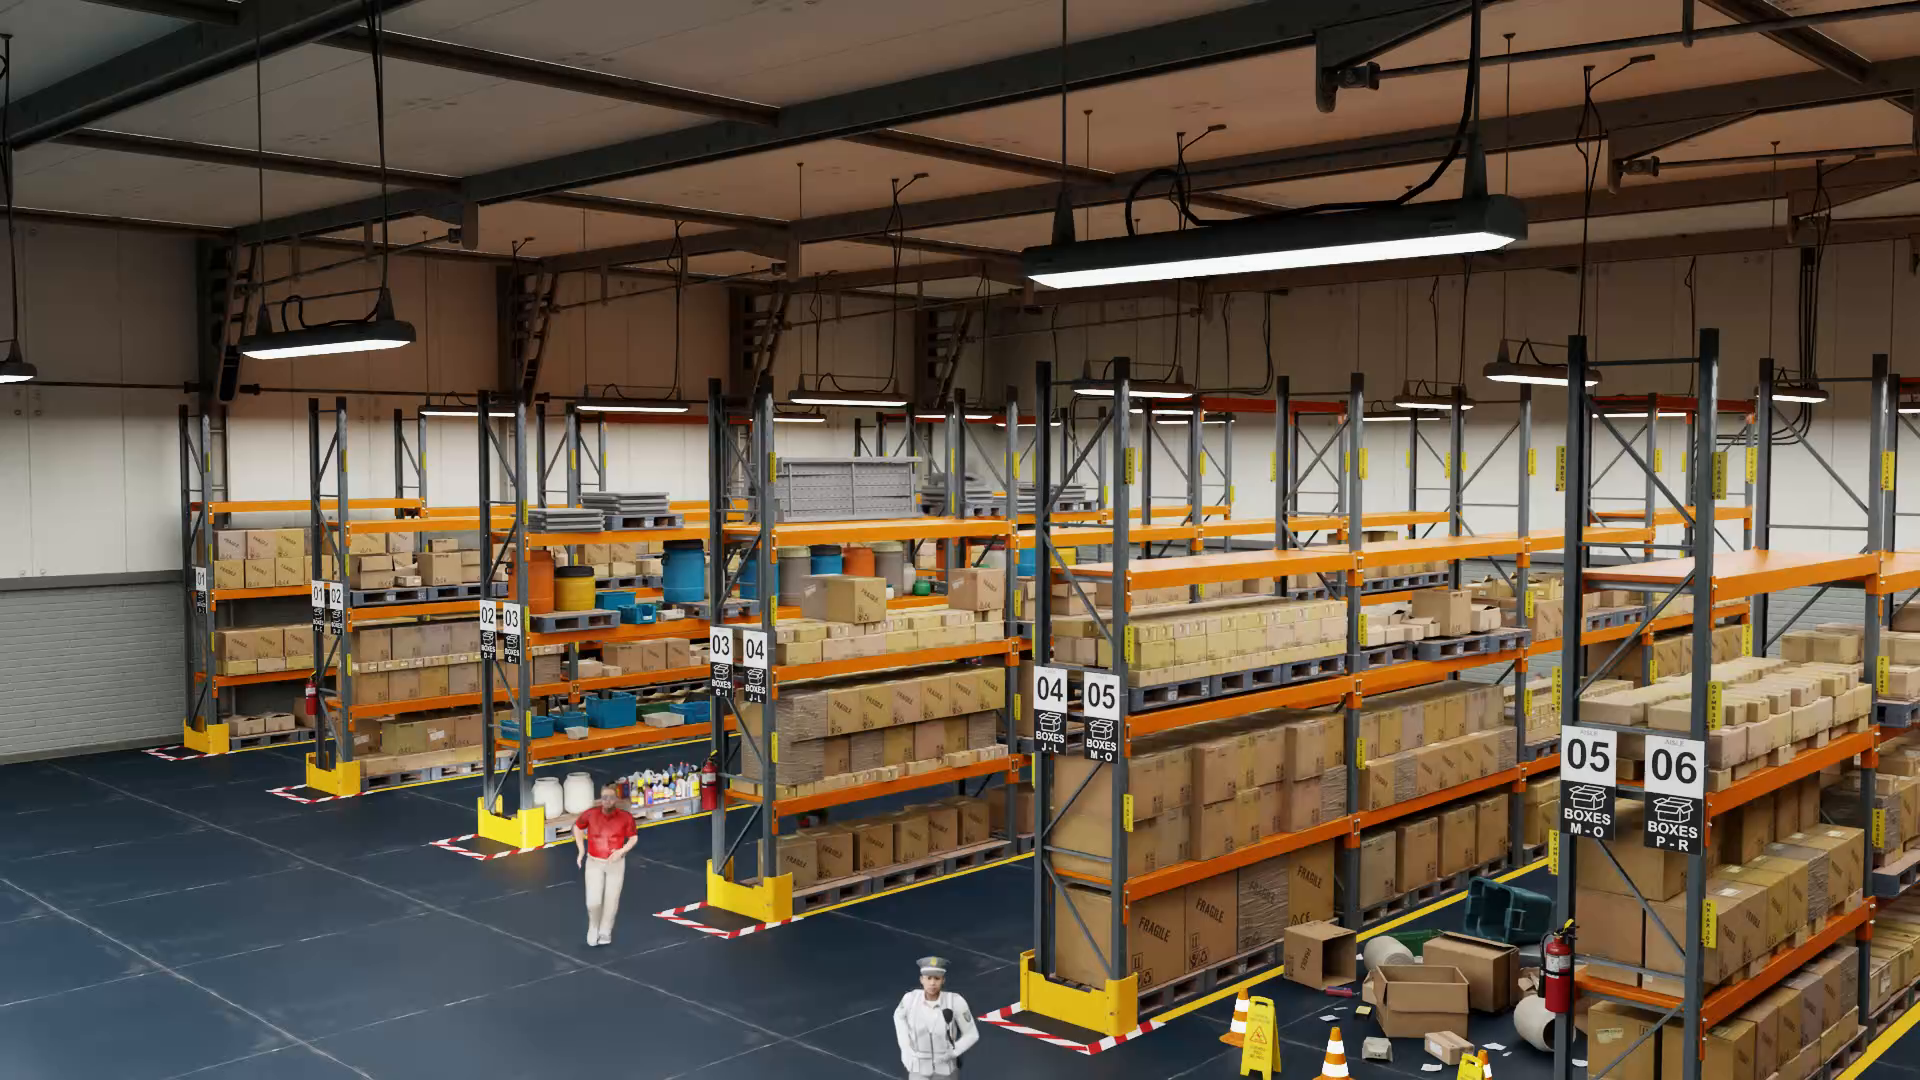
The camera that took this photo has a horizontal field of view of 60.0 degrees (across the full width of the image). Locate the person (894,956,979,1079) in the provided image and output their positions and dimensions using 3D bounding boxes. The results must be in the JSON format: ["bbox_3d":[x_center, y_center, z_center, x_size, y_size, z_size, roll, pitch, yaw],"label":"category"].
[{"bbox_3d":[-0.163,3.715,11.591,0.581,1.715,1.064,0,3,-4],"label":"person"}]

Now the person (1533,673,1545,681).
[{"bbox_3d":[9.197,2.965,26.367,0.845,1.694,0.617,-3,4,-42],"label":"person"}]

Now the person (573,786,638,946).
[{"bbox_3d":[-3.695,3.405,17.326,0.665,1.692,0.598,-1,3,-10],"label":"person"}]

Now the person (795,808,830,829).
[{"bbox_3d":[-2.025,3.114,21.933,0.657,1.680,0.548,2,3,30],"label":"person"}]
